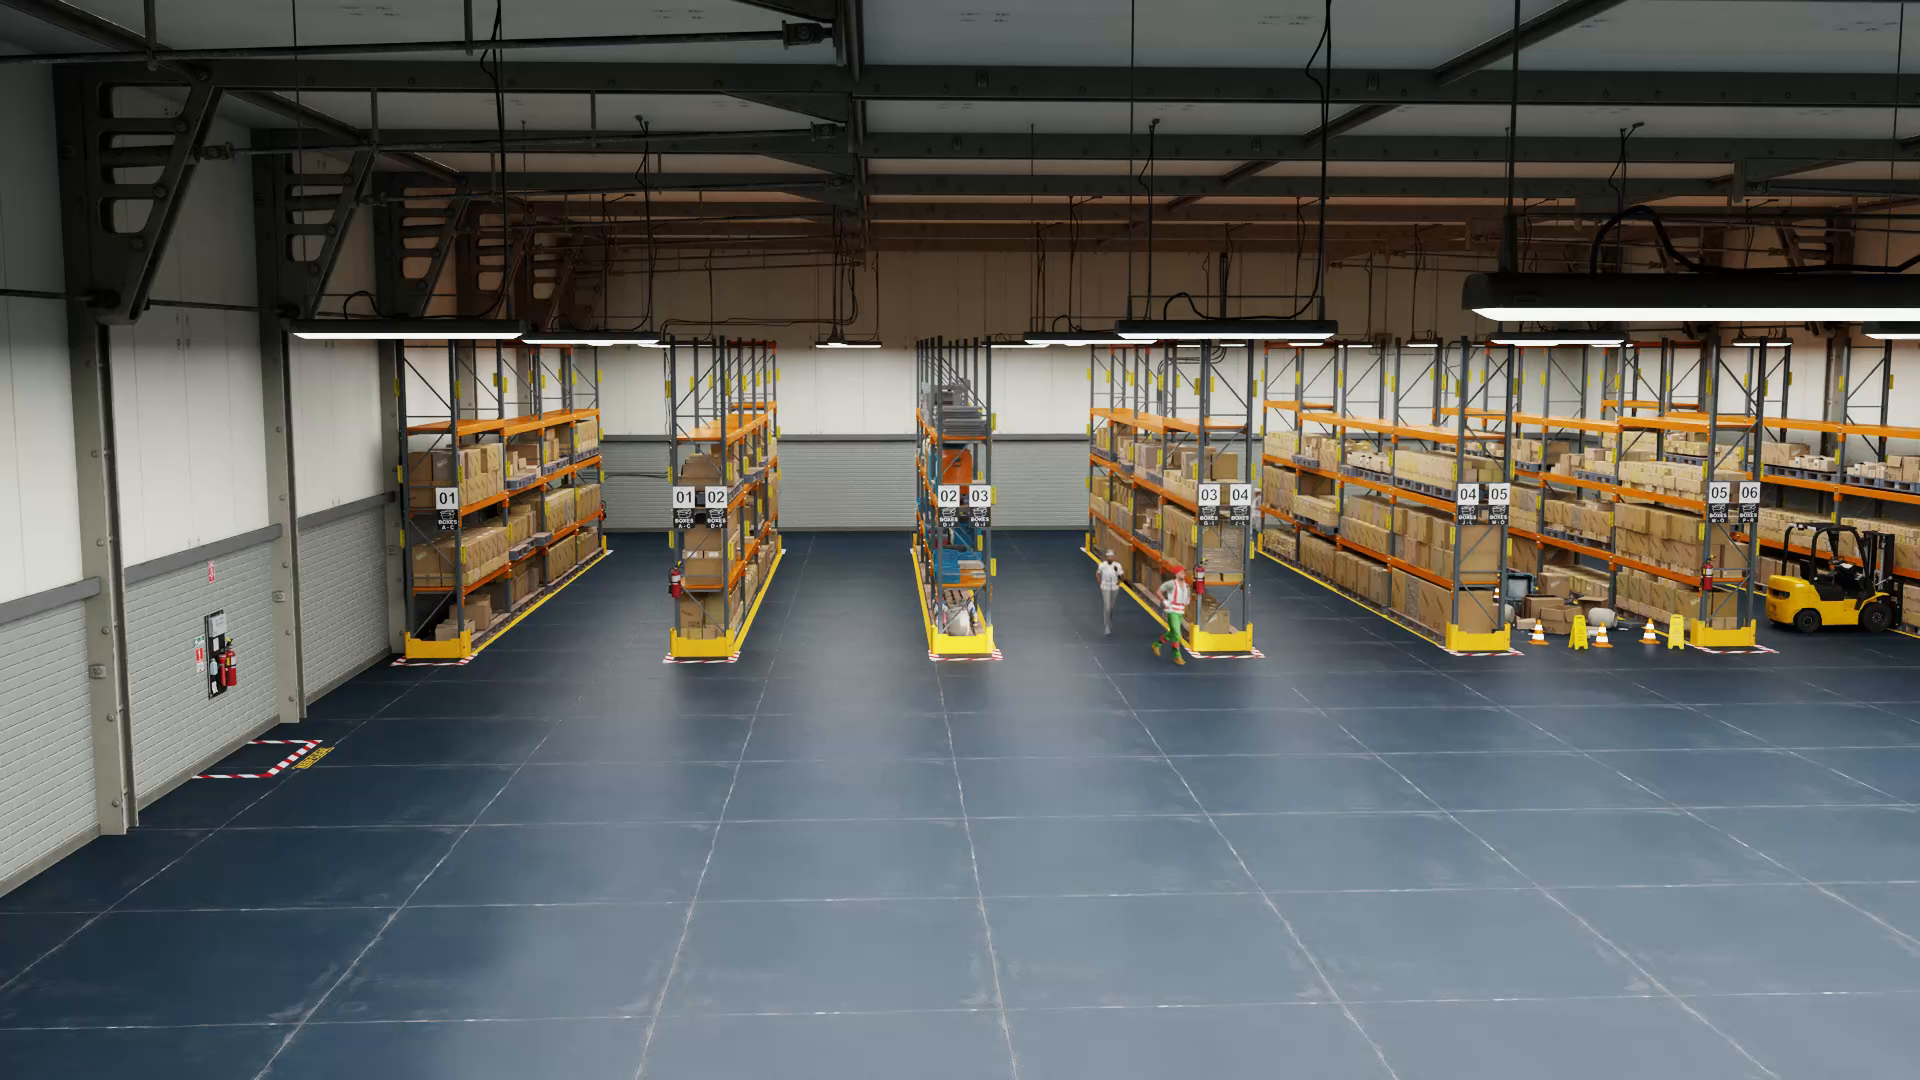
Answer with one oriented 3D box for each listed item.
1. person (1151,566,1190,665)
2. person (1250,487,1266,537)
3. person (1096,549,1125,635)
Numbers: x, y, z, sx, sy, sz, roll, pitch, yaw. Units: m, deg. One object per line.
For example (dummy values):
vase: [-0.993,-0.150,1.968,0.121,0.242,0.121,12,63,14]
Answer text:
person: [3.991,1.360,30.846,0.694,1.788,0.923,-5,8,-38]
person: [8.787,-0.705,49.041,0.858,1.742,0.747,-1,7,-11]
person: [3.070,1.033,33.923,0.575,1.736,0.794,-1,7,-5]
